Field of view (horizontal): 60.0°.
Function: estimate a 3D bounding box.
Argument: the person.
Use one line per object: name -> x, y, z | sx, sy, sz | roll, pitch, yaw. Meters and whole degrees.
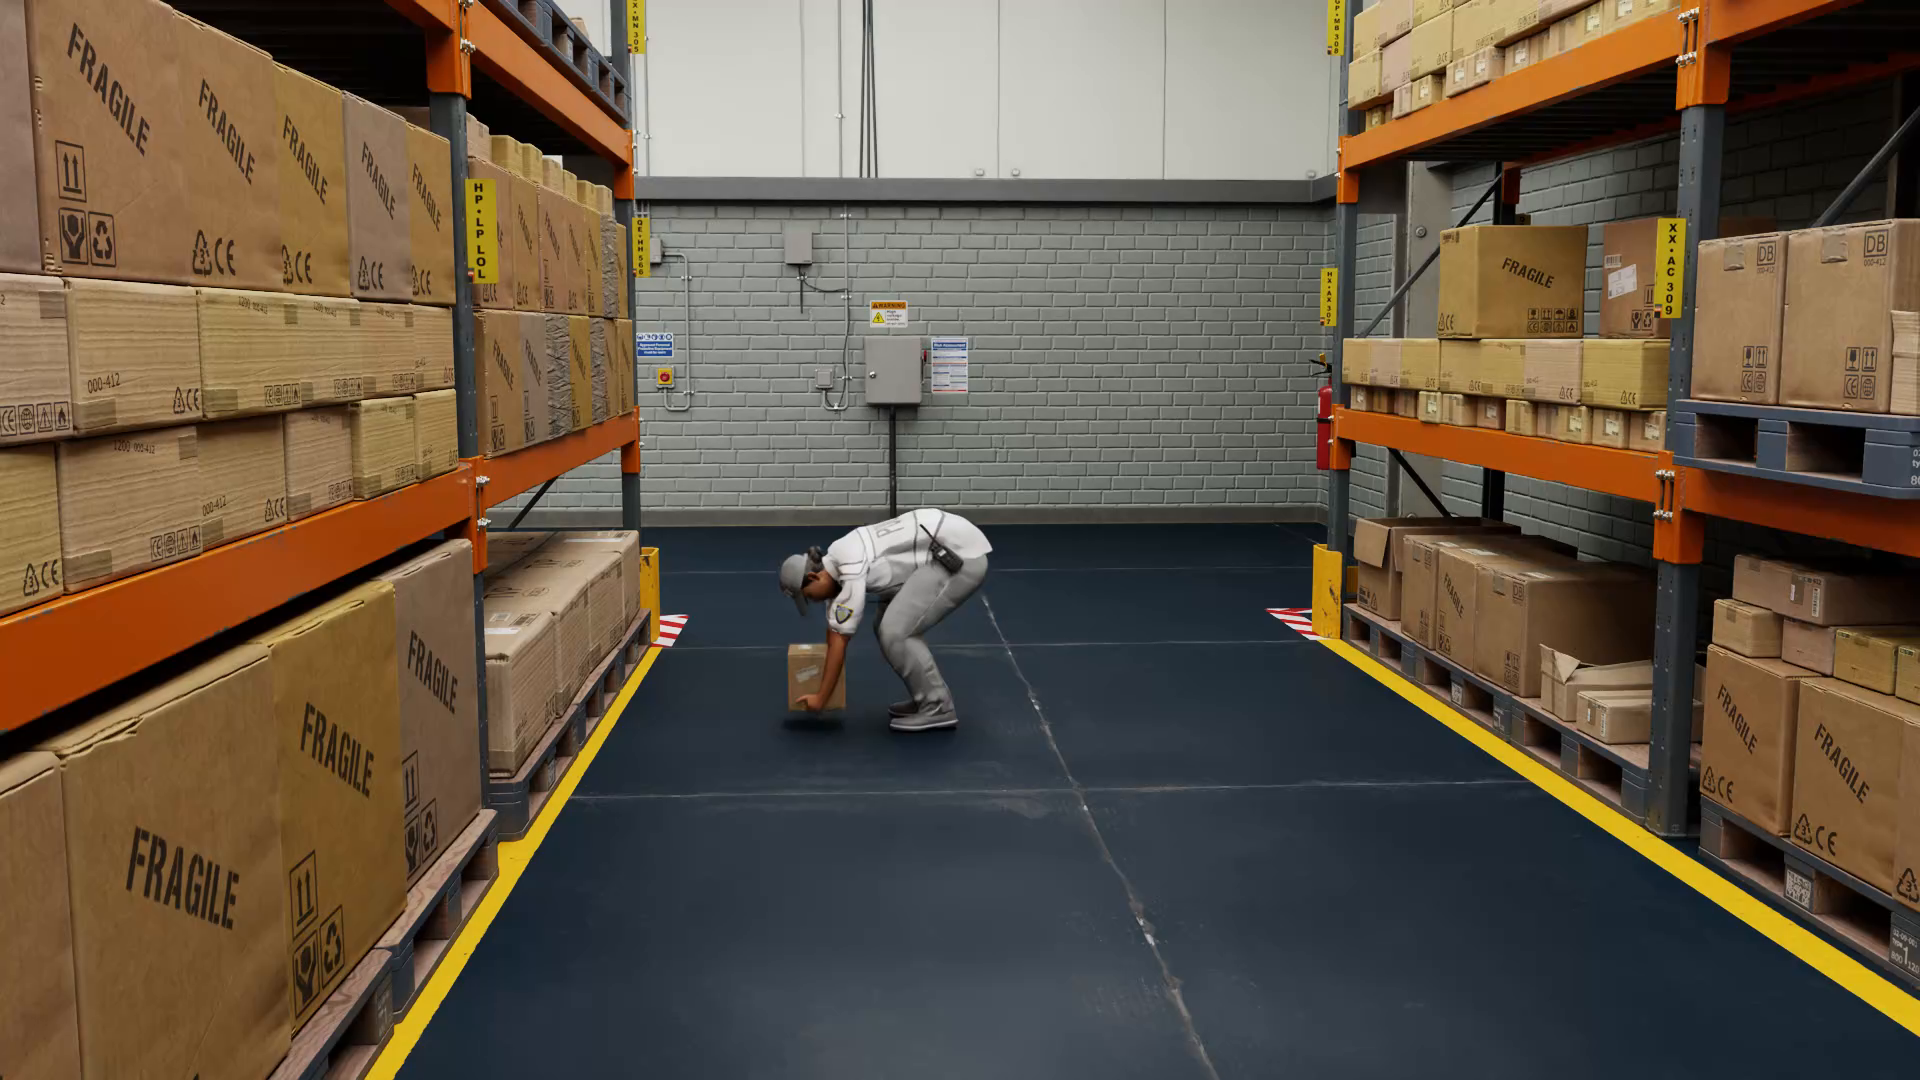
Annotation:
person -> -0.329, 0.346, 7.362 | 0.938, 0.952, 0.512 | -1, 7, -7
